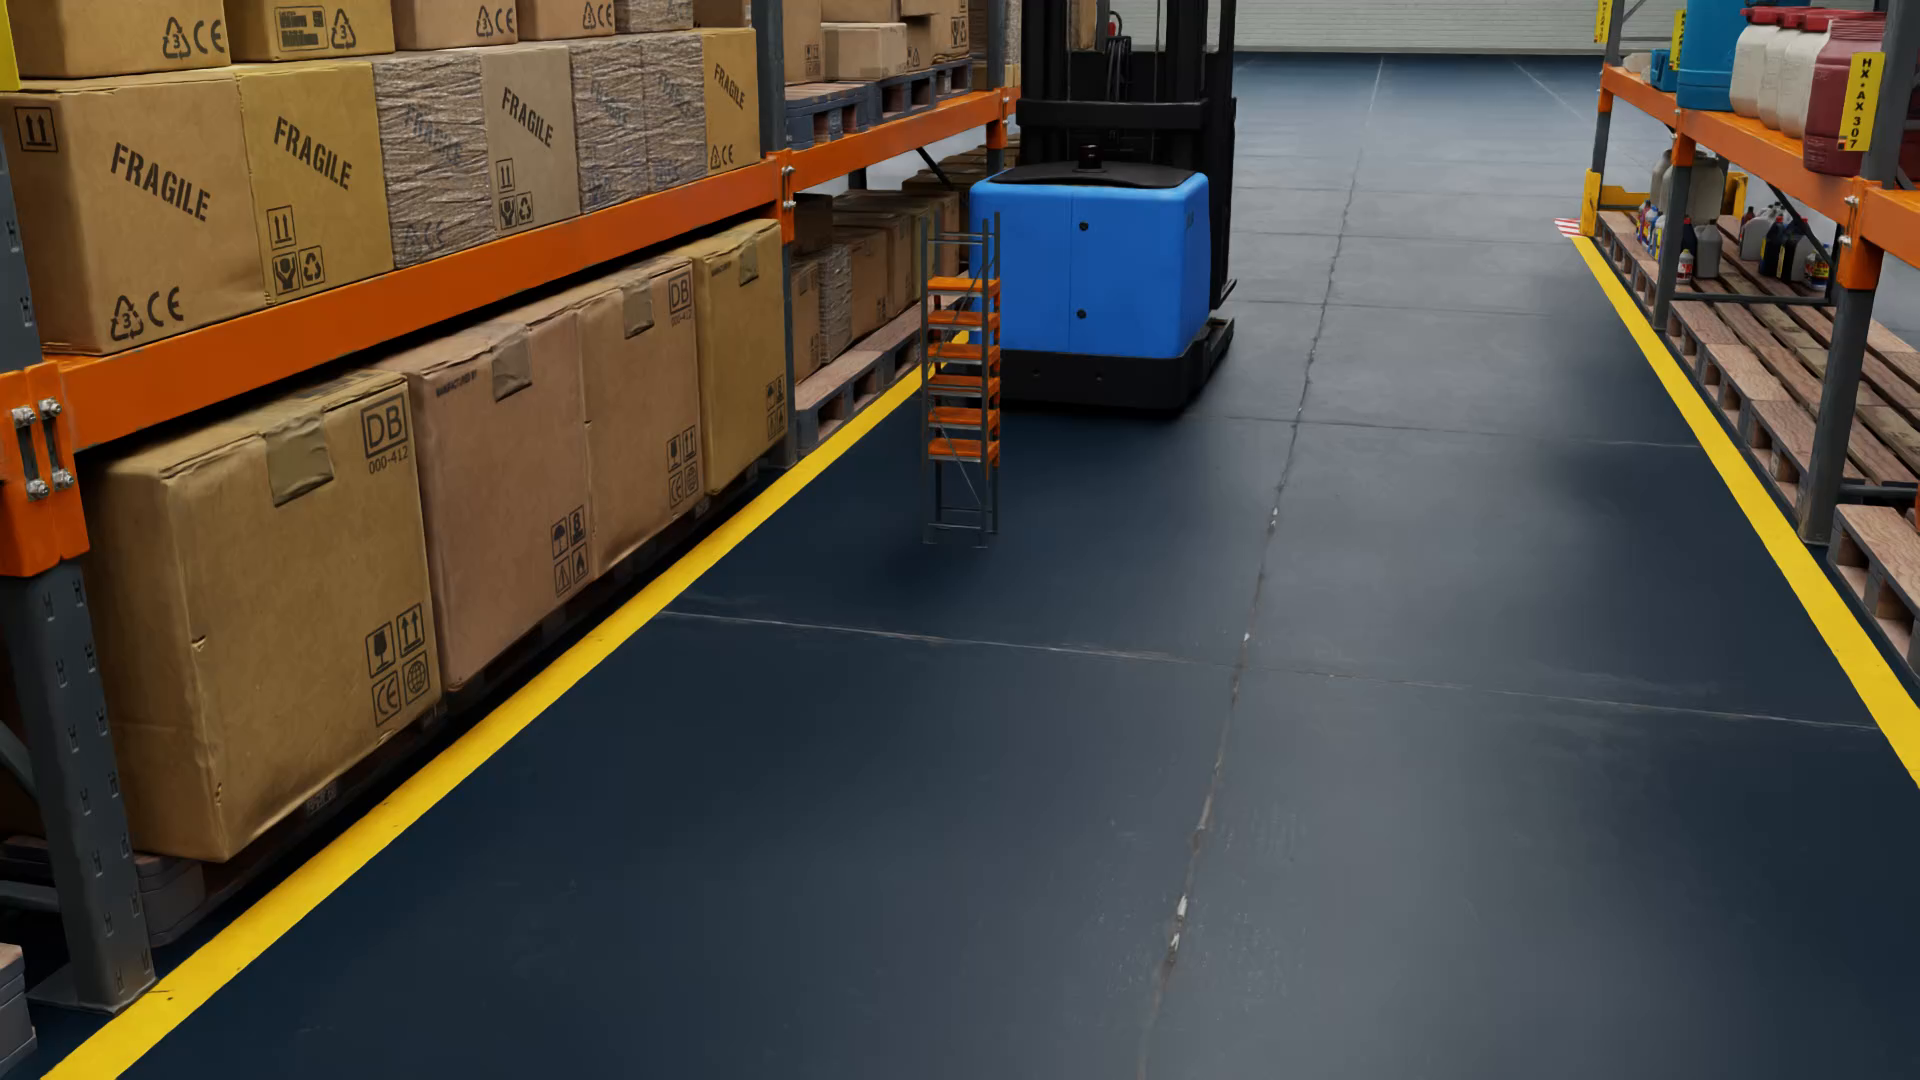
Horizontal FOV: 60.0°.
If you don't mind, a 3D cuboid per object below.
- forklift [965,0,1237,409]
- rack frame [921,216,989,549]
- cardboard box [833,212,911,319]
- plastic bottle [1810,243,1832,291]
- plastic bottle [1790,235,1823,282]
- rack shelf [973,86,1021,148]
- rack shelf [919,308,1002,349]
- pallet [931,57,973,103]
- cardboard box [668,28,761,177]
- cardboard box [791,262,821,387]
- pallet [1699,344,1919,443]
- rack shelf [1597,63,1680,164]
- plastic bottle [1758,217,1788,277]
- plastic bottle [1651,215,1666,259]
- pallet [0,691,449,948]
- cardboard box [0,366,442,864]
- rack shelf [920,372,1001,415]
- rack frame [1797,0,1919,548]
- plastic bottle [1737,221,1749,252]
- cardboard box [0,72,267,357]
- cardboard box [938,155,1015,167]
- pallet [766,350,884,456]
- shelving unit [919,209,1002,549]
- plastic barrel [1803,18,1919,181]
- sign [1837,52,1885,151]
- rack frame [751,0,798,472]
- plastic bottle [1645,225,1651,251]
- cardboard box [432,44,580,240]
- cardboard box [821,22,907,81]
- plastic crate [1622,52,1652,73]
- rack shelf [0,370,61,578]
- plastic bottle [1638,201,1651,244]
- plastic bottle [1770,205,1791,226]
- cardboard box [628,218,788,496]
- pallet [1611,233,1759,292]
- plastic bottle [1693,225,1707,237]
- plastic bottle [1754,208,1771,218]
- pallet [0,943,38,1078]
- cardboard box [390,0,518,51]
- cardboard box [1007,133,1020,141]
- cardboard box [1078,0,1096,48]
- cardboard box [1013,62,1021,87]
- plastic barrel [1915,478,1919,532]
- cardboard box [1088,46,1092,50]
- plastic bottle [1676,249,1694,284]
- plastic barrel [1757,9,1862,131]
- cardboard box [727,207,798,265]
[{"bbox_3d":[0.919,-2.436,8.786,1.130,2.935,3.031,5,20,15],"label":"forklift"},{"bbox_3d":[-0.019,-0.544,5.923,0.240,1.200,0.006,5,19,13],"label":"rack frame"},{"bbox_3d":[-0.662,-1.531,9.217,0.700,0.500,0.500,3,19,9],"label":"cardboard box"},{"bbox_3d":[5.086,-1.611,9.805,0.097,0.271,0.097,0,19,0],"label":"plastic bottle"},{"bbox_3d":[5.138,-1.717,10.107,0.152,0.276,0.135,5,20,15],"label":"plastic bottle"},{"bbox_3d":[0.269,-3.307,12.341,1.077,0.370,4.000,5,19,13],"label":"rack shelf"},{"bbox_3d":[0.004,-0.757,5.944,0.258,0.103,0.180,5,19,13],"label":"rack shelf"},{"bbox_3d":[-0.548,-2.701,9.753,1.003,0.211,1.213,5,19,13],"label":"pallet"},{"bbox_3d":[-1.077,-1.640,6.192,0.500,0.500,0.500,5,20,15],"label":"cardboard box"},{"bbox_3d":[-1.053,-1.003,7.671,0.700,0.500,0.500,4,19,10],"label":"cardboard box"},{"bbox_3d":[4.133,-0.677,7.842,1.003,0.211,1.213,5,19,13],"label":"pallet"},{"bbox_3d":[5.072,-2.916,11.196,1.077,0.370,4.000,5,19,13],"label":"rack shelf"},{"bbox_3d":[5.043,-1.815,10.279,0.144,0.351,0.185,5,19,13],"label":"plastic bottle"},{"bbox_3d":[4.630,-1.985,10.892,0.152,0.276,0.135,5,19,14],"label":"plastic bottle"},{"bbox_3d":[-2.059,0.559,4.224,1.003,0.211,1.213,5,19,13],"label":"pallet"},{"bbox_3d":[-2.037,0.092,3.916,1.225,0.875,0.875,5,19,14],"label":"cardboard box"},{"bbox_3d":[0.004,-0.530,6.021,0.258,0.103,0.180,5,19,13],"label":"rack shelf"},{"bbox_3d":[3.606,-1.375,5.574,1.000,3.000,0.127,5,19,13],"label":"rack frame"},{"bbox_3d":[5.289,-2.040,11.169,0.097,0.201,0.097,0,19,0],"label":"plastic bottle"},{"bbox_3d":[-1.820,-0.685,3.396,0.500,0.500,0.500,5,19,14],"label":"cardboard box"},{"bbox_3d":[0.125,-2.539,12.198,0.500,0.500,0.500,3,19,9],"label":"cardboard box"},{"bbox_3d":[-1.005,-0.692,7.886,1.003,0.211,1.213,5,19,13],"label":"pallet"},{"bbox_3d":[0.004,-0.572,6.007,0.258,1.200,0.189,5,19,13],"label":"shelving unit"},{"bbox_3d":[3.425,-1.609,6.047,0.600,0.536,0.708,5,19,13],"label":"plastic barrel"},{"bbox_3d":[3.071,-1.494,5.668,0.100,0.325,0.005,5,19,13],"label":"sign"},{"bbox_3d":[-1.197,-1.767,6.719,1.000,3.000,0.127,5,19,13],"label":"rack frame"},{"bbox_3d":[4.683,-2.053,11.207,0.097,0.201,0.097,0,19,0],"label":"plastic bottle"},{"bbox_3d":[-1.454,-1.161,4.792,0.500,0.500,0.500,5,19,14],"label":"cardboard box"},{"bbox_3d":[-0.565,-2.401,8.160,0.500,0.250,0.500,4,19,12],"label":"cardboard box"},{"bbox_3d":[5.030,-3.503,12.211,0.298,0.136,0.250,5,19,13],"label":"plastic crate"},{"bbox_3d":[-2.663,0.455,1.329,1.077,0.370,4.000,5,19,13],"label":"rack shelf"},{"bbox_3d":[4.742,-2.192,11.487,0.061,0.283,0.133,5,19,14],"label":"plastic bottle"},{"bbox_3d":[5.333,-1.996,10.809,0.144,0.351,0.185,5,19,13],"label":"plastic bottle"},{"bbox_3d":[-1.386,-0.745,6.366,1.225,0.875,0.875,4,19,11],"label":"cardboard box"},{"bbox_3d":[5.084,-1.900,11.425,1.003,0.211,1.213,5,19,13],"label":"pallet"},{"bbox_3d":[4.658,-1.829,10.436,0.152,0.276,0.135,5,19,13],"label":"plastic bottle"},{"bbox_3d":[5.449,-2.115,11.272,0.152,0.276,0.135,5,19,14],"label":"plastic bottle"},{"bbox_3d":[-2.436,1.039,2.819,1.003,0.211,1.213,5,19,13],"label":"pallet"},{"bbox_3d":[-1.711,-1.646,4.659,0.797,0.503,0.637,5,20,15],"label":"cardboard box"},{"bbox_3d":[0.589,-3.095,13.827,0.500,0.500,0.500,9,21,23],"label":"cardboard box"},{"bbox_3d":[0.591,-4.126,13.011,0.875,0.500,0.500,5,19,13],"label":"cardboard box"},{"bbox_3d":[0.198,-3.022,10.784,0.380,0.149,0.250,5,19,13],"label":"cardboard box"},{"bbox_3d":[3.503,-0.392,5.404,0.600,0.830,0.708,5,19,13],"label":"plastic barrel"},{"bbox_3d":[0.888,-4.049,13.791,0.380,0.149,0.250,5,19,13],"label":"cardboard box"},{"bbox_3d":[4.369,-1.651,10.030,0.097,0.201,0.097,0,19,0],"label":"plastic bottle"},{"bbox_3d":[3.957,-2.181,7.722,0.433,0.535,0.433,0,19,0],"label":"plastic barrel"},{"bbox_3d":[-1.063,-1.359,7.552,0.500,0.250,0.500,5,20,16],"label":"cardboard box"}]
